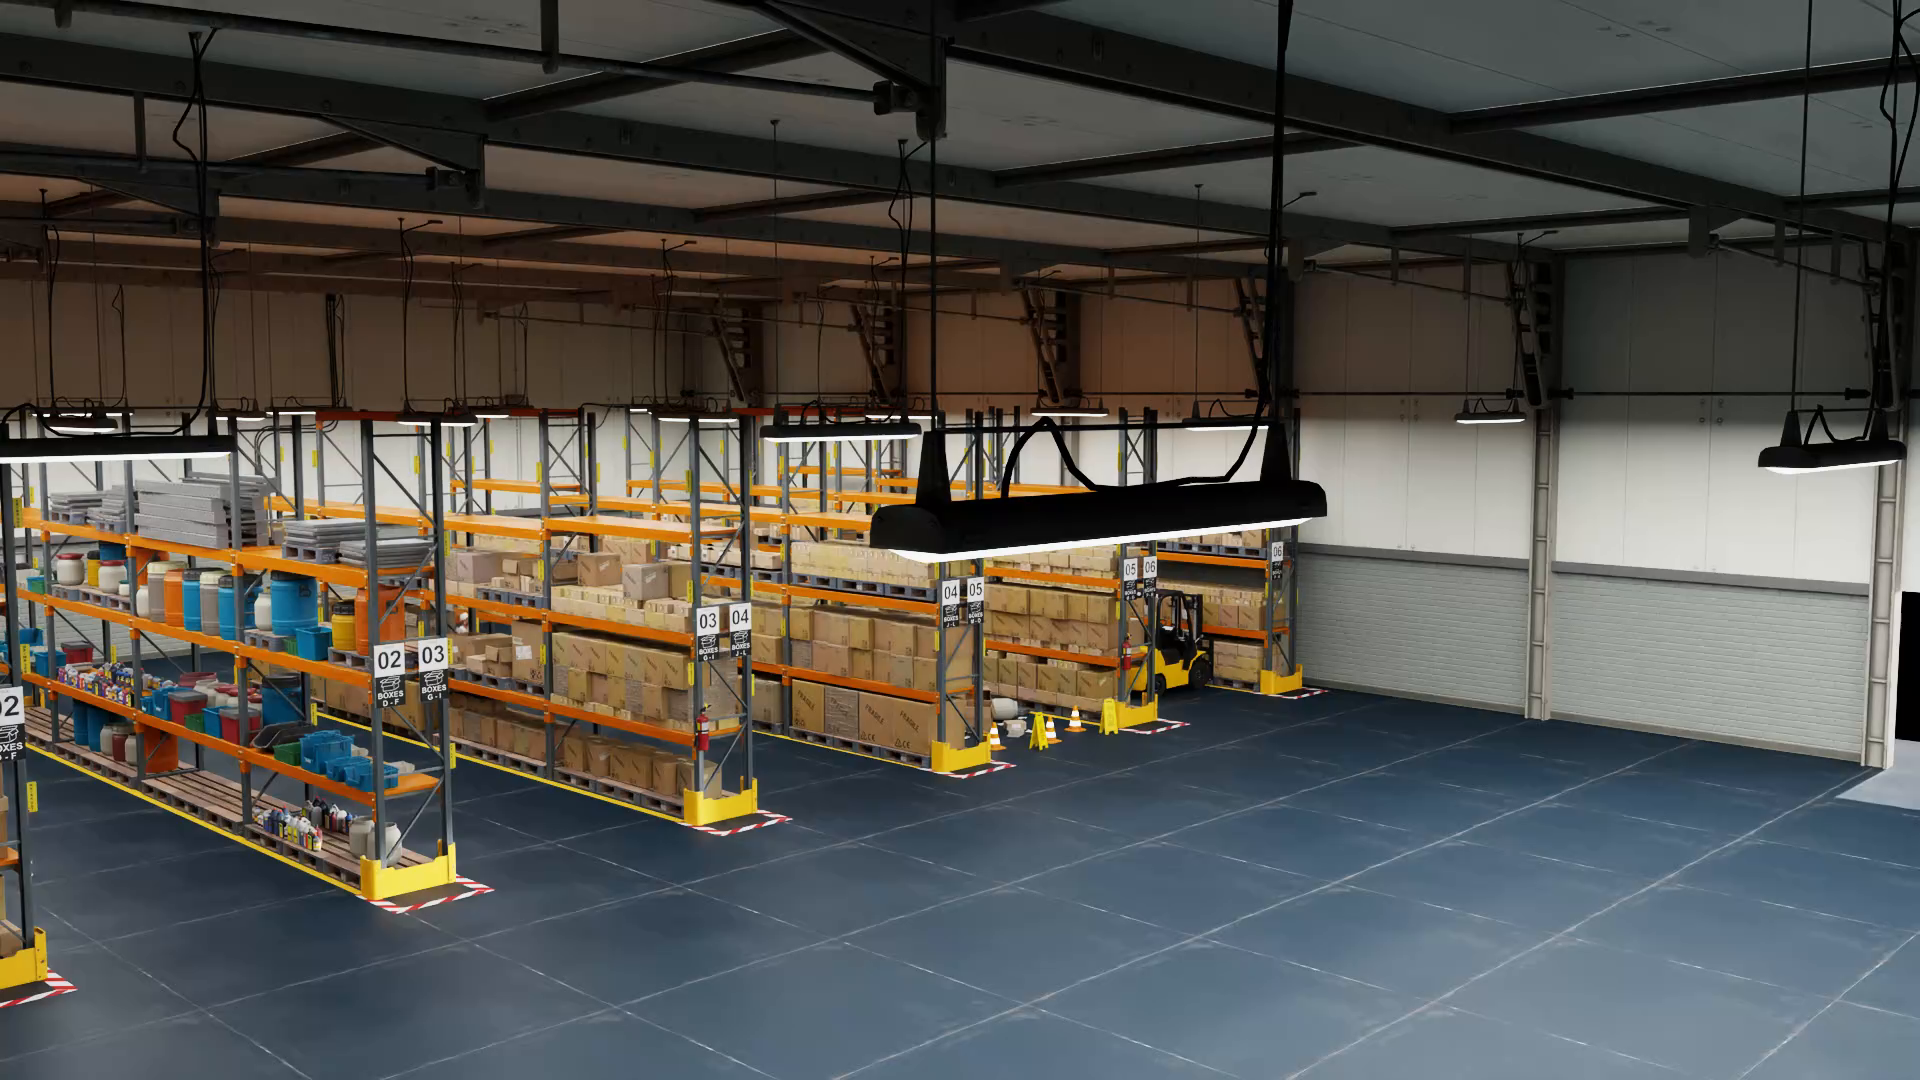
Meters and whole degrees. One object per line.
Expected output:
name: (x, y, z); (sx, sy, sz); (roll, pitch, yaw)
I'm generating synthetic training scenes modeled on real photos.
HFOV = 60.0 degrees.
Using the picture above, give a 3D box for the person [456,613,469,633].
person: (-10.208, 2.383, 34.552); (0.975, 1.742, 0.507); (4, 7, 41)

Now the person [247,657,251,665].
person: (-16.399, 2.094, 38.420); (0.488, 1.642, 0.460); (0, 5, -1)
